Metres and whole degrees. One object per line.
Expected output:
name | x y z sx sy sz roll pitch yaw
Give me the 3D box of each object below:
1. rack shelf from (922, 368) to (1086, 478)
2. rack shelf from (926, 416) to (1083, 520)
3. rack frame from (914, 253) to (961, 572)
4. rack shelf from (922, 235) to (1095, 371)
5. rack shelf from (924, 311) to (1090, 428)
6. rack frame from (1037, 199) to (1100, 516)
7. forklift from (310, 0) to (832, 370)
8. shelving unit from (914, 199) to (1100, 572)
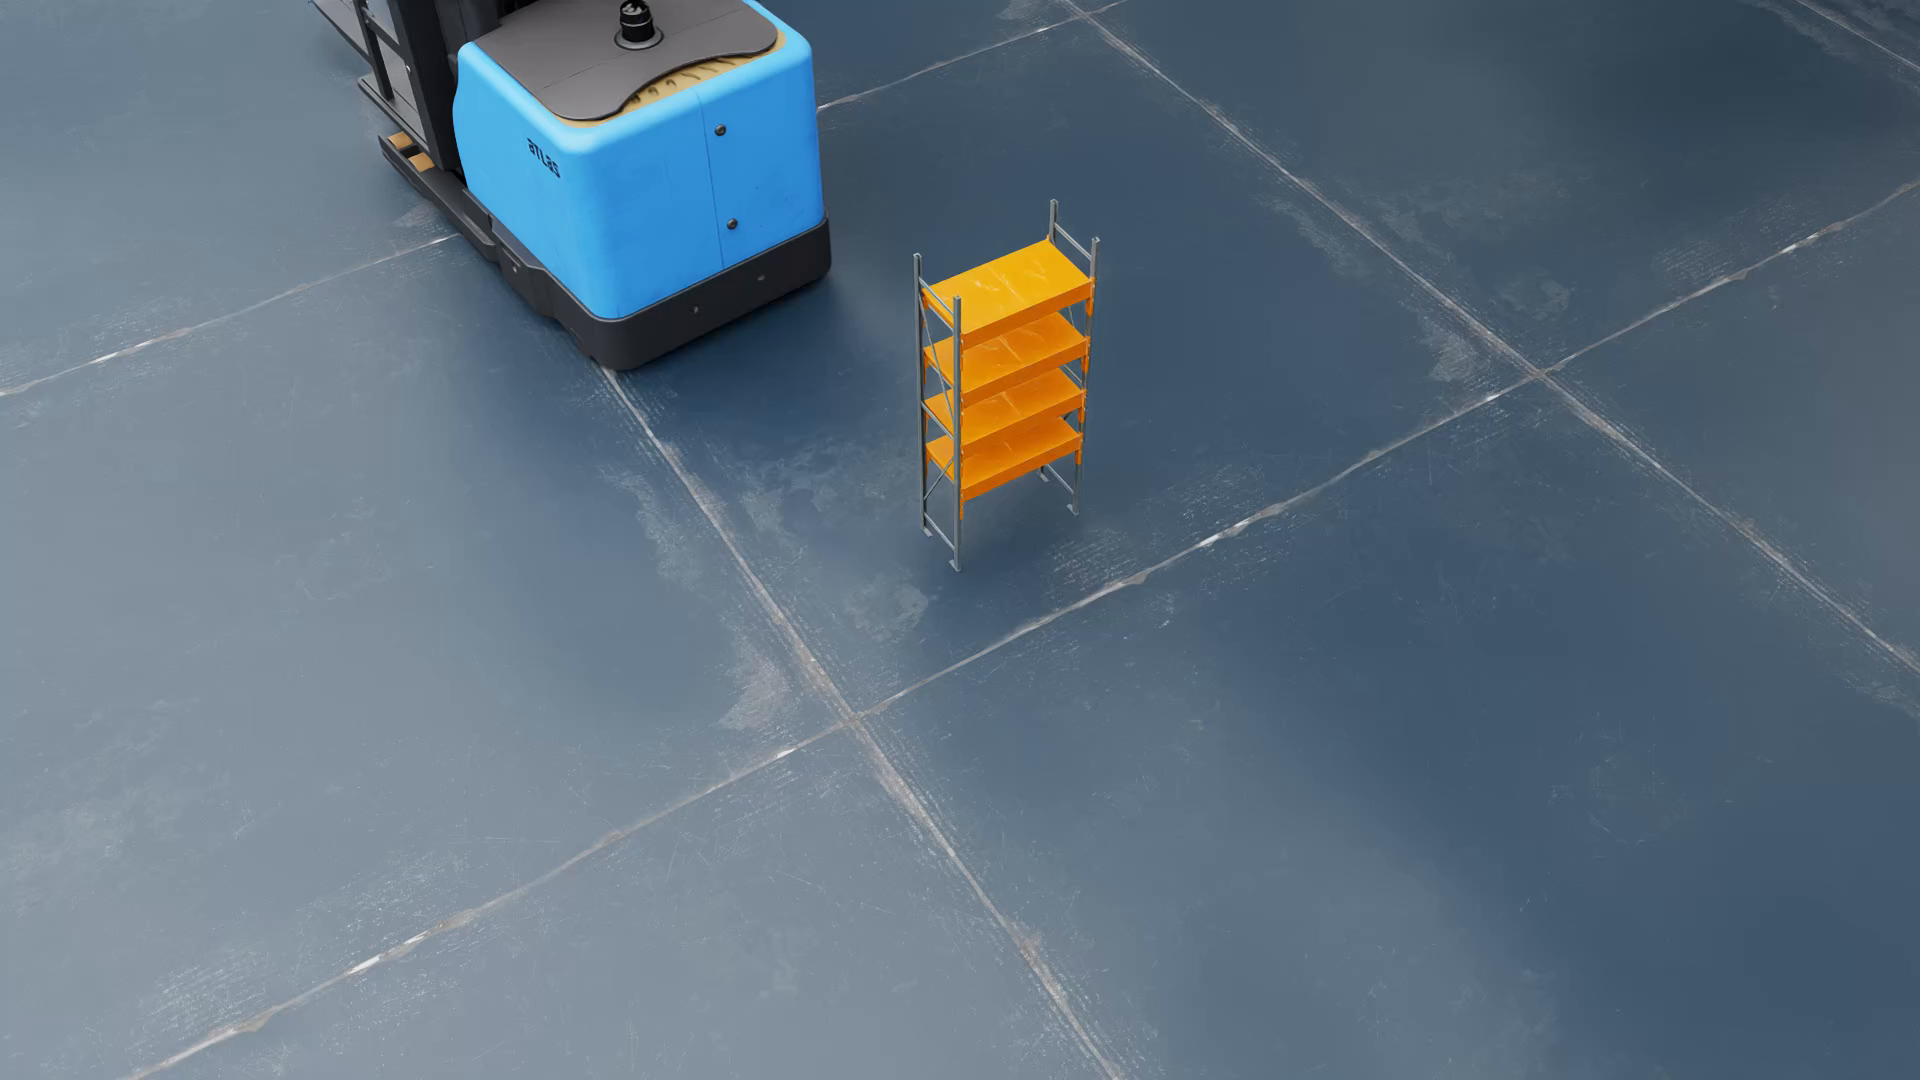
rack shelf | 0.140 -0.420 5.411 0.480 0.148 0.258 -25 53 -21
rack shelf | 0.140 -0.288 5.559 0.480 0.148 0.258 -25 53 -21
rack frame | -0.066 -0.368 5.274 0.015 1.200 0.240 -25 53 -21
rack shelf | 0.140 -0.726 5.067 0.480 0.148 0.258 -25 53 -21
rack shelf | 0.140 -0.569 5.244 0.480 0.148 0.258 -25 53 -21
rack frame | 0.346 -0.562 5.447 0.015 1.200 0.240 -25 53 -21
forklift | -1.826 -2.655 6.151 1.130 2.935 3.031 -31 55 -25
shelving unit | 0.140 -0.465 5.361 0.503 1.200 0.258 -25 53 -21
